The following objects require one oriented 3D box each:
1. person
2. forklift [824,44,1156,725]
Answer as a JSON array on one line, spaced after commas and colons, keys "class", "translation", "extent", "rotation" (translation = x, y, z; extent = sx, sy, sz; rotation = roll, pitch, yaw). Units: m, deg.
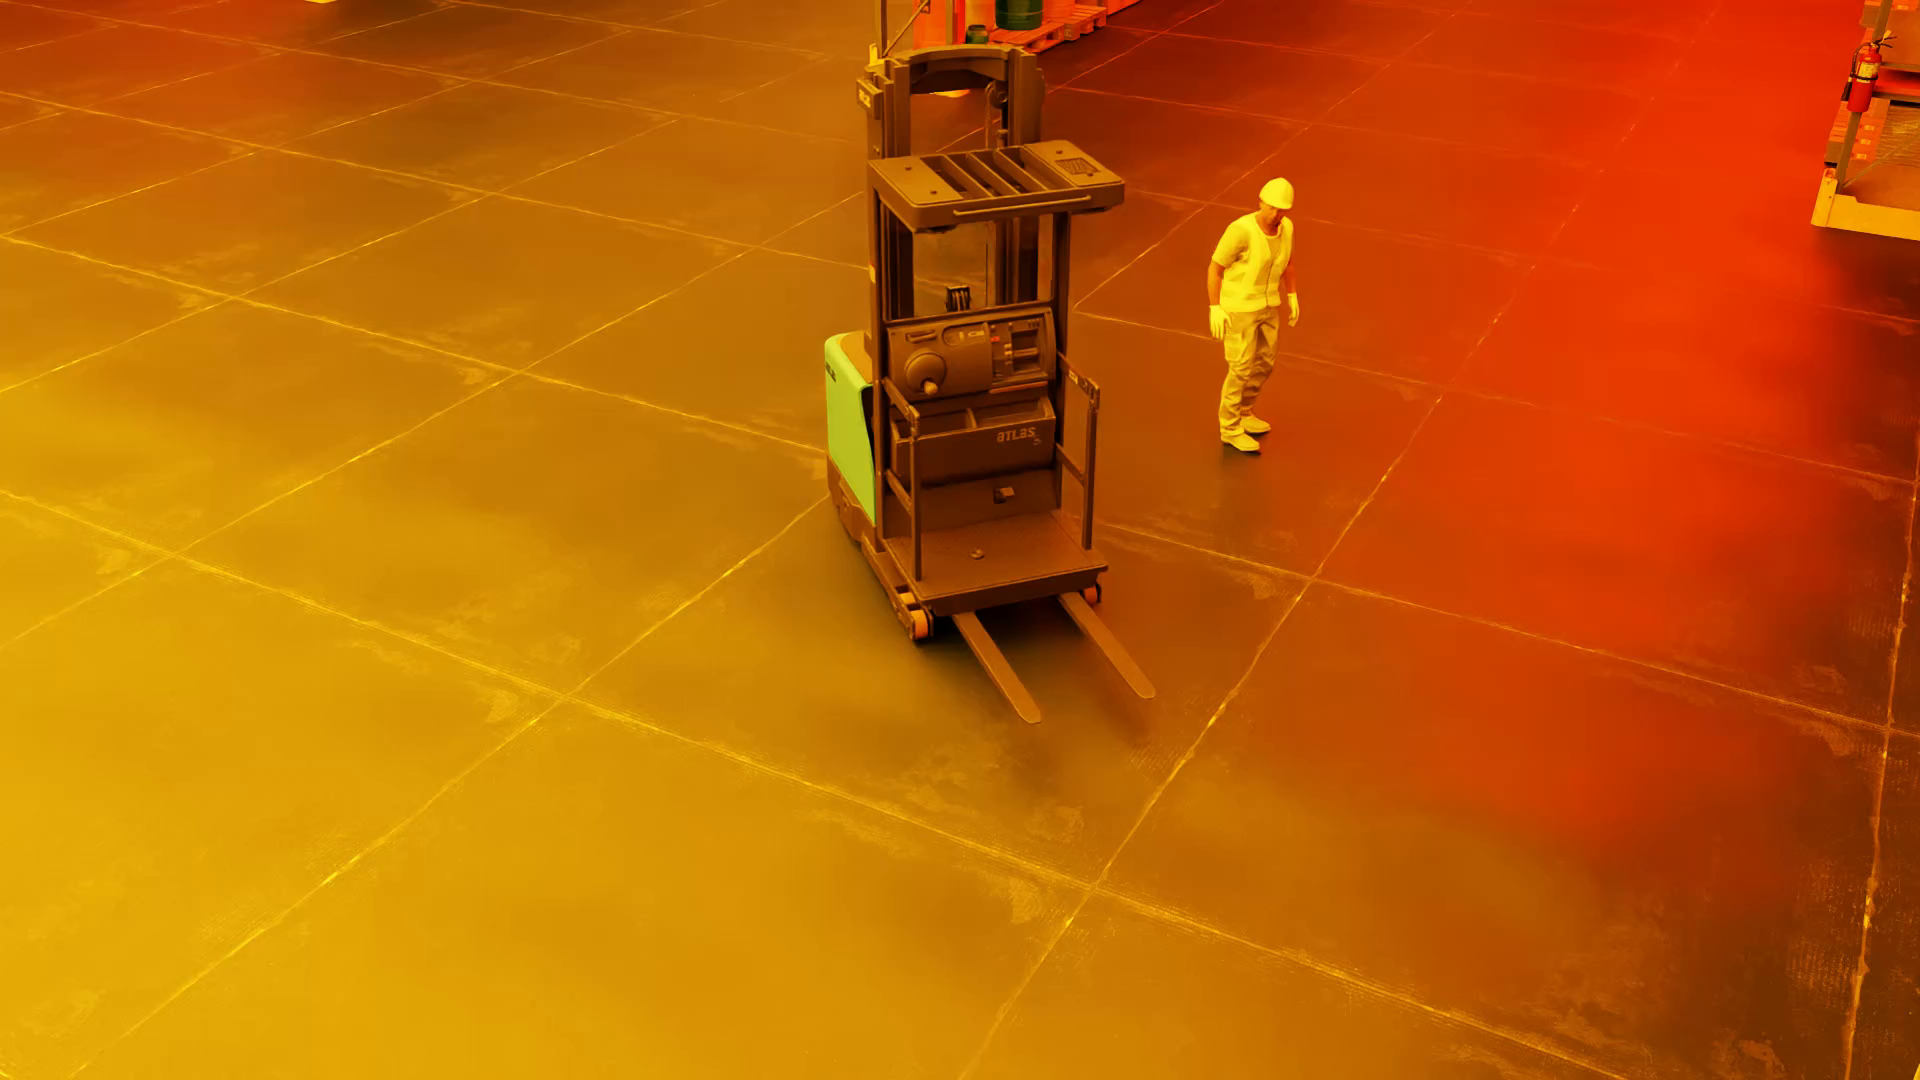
[{"class": "person", "translation": [1.934, -1.476, 10.794], "extent": [0.753, 1.768, 0.492], "rotation": [-21, 36, -32]}, {"class": "forklift", "translation": [0.144, -0.956, 8.728], "extent": [1.130, 2.935, 3.031], "rotation": [-10, 32, -17]}]
